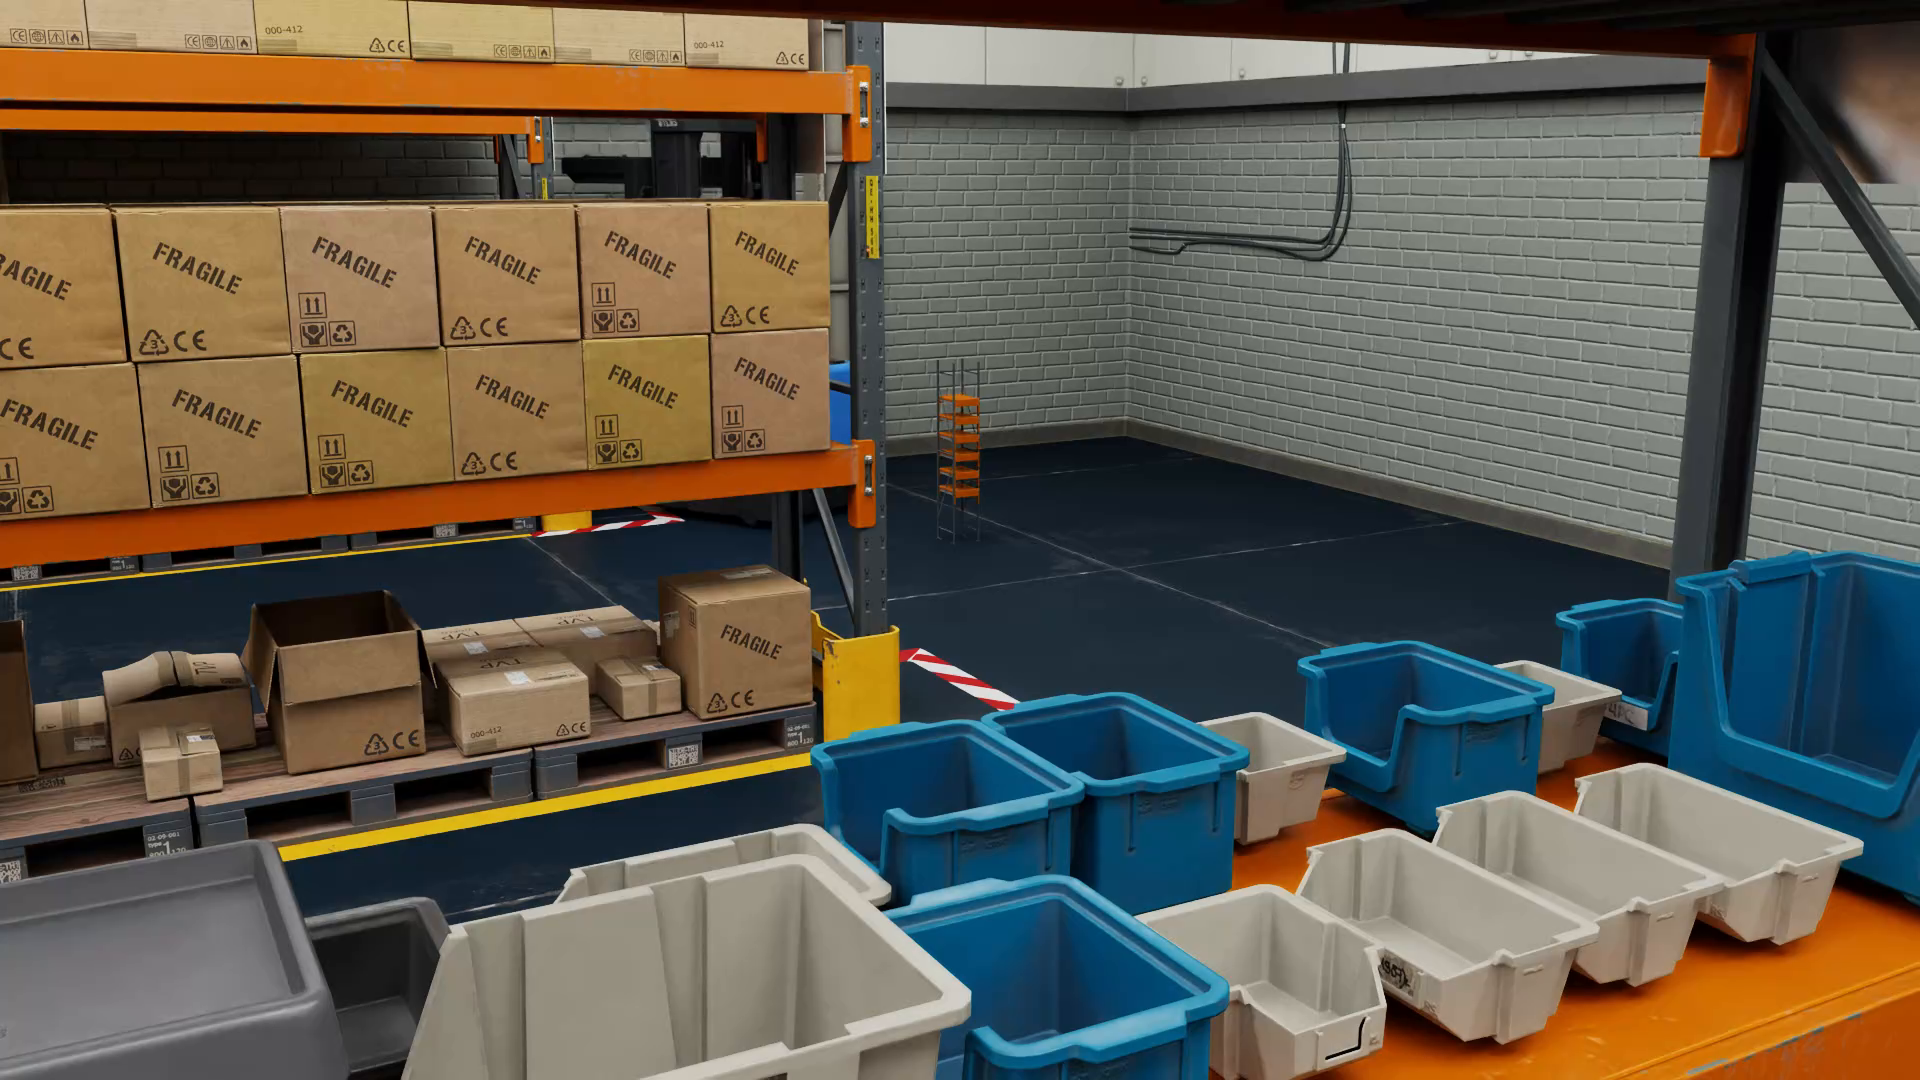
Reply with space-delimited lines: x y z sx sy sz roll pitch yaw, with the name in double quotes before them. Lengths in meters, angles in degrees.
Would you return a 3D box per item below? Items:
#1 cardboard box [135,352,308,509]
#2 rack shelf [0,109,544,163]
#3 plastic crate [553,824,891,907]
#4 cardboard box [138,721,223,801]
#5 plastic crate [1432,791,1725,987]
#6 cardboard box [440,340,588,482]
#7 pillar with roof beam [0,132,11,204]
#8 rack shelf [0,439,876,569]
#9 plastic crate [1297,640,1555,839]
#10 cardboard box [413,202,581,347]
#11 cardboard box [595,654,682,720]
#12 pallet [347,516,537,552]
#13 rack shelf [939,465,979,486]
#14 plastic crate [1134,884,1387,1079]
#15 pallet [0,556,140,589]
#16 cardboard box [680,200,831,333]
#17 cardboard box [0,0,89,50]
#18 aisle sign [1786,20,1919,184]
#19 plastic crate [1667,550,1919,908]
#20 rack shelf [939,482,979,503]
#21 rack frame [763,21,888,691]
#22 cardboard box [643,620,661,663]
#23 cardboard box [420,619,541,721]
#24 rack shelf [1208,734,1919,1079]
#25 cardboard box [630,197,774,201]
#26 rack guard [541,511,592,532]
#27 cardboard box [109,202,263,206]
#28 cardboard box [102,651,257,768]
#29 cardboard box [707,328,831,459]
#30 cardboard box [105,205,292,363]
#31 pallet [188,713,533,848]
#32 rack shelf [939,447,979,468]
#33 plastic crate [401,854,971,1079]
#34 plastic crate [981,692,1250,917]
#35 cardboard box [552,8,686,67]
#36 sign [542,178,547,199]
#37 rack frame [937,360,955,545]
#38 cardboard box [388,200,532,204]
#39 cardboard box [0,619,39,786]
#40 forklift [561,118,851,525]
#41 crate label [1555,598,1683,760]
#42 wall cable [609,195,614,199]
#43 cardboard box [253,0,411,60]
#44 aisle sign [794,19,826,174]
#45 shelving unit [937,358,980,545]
"cardboard box" -2.646 -0.423 5.930 0.500 0.500 0.500 -7 14 -28
"rack shelf" -4.733 -2.544 10.387 4.000 0.370 1.077 -7 14 -28
"plastic crate" -0.357 0.547 2.313 0.466 0.136 0.293 -7 14 -28
"cardboard box" -2.885 0.806 6.149 0.250 0.166 0.380 -7 14 -28
"plastic crate" 0.879 0.515 2.452 0.243 0.136 0.396 -7 14 -28
"cardboard box" -1.758 -0.530 6.404 0.500 0.500 0.500 -7 14 -27
"pillar with roof beam" -4.226 -3.558 6.425 0.400 9.000 9.100 -7 14 -28
"rack shelf" -2.357 -0.126 6.476 4.000 0.370 1.077 -7 14 -28
"plastic crate" 0.817 0.352 2.959 0.300 0.233 0.416 -7 14 -28
"cardboard box" -1.756 -1.015 6.284 0.500 0.500 0.500 -6 14 -26
"cardboard box" -1.359 0.610 7.017 0.250 0.166 0.380 -7 14 -28
"pallet" -3.642 -0.182 11.438 1.213 0.211 1.003 -7 14 -28
"rack shelf" -0.013 -0.423 11.007 0.180 0.103 0.258 -7 14 -28
"plastic crate" 0.395 0.584 2.146 0.250 0.136 0.298 -7 14 -28
"pallet" -5.784 0.075 10.297 1.213 0.211 1.003 -7 14 -28
"cardboard box" -0.860 -1.124 6.768 0.500 0.500 0.500 -7 14 -28
"cardboard box" -3.126 -1.712 5.395 0.500 0.250 0.500 -7 14 -28
"aisle sign" 1.690 -1.066 3.091 0.004 0.787 0.394 -7 14 -28
"plastic crate" 1.565 0.292 2.762 0.499 0.435 0.616 -7 14 -28
"rack shelf" -0.013 -0.306 11.033 0.180 0.103 0.258 -7 14 -28
"rack frame" -0.601 -0.687 7.332 0.127 3.000 1.000 -7 14 -28
"cardboard box" -1.353 0.484 7.576 0.250 0.166 0.380 -7 14 -28
"cardboard box" -2.092 0.547 7.107 0.500 0.250 0.500 -7 14 -28
"rack shelf" 0.014 0.829 2.233 4.000 0.370 1.077 -7 14 -28
"cardboard box" -1.117 -1.228 7.230 0.500 0.500 0.500 -6 14 -26
"rack guard" -2.957 -0.425 11.858 0.348 0.500 1.175 -7 14 -28
"cardboard box" -2.901 -1.014 6.277 0.500 0.500 0.500 -7 14 -27
"cardboard box" -3.090 0.637 6.569 0.500 0.311 0.500 -7 14 -28
"cardboard box" -0.864 -0.637 6.879 0.500 0.500 0.500 -6 14 -26
"cardboard box" -2.660 -0.907 5.802 0.500 0.500 0.500 -7 15 -30
"pallet" -2.437 0.893 6.663 1.213 0.211 1.003 -7 14 -28
"rack shelf" -0.013 -0.540 10.980 0.180 0.103 0.258 -7 14 -28
"plastic crate" -0.313 0.592 1.781 0.530 0.282 0.437 -7 14 -28
"plastic crate" 0.239 0.421 2.651 0.300 0.233 0.416 -7 14 -28
"cardboard box" -1.370 -1.922 6.329 0.500 0.250 0.500 -7 14 -28
"sign" -2.730 -2.216 10.948 0.005 0.325 0.100 -7 14 -28
"rack frame" -0.093 -0.574 10.928 0.006 1.200 0.240 -7 14 -28
"cardboard box" -2.014 -1.120 6.749 0.500 0.500 0.500 -7 14 -27
"cardboard box" -3.748 0.624 6.198 0.500 0.500 0.500 -7 14 -28
"forklift" -2.180 -1.763 12.267 3.031 2.935 1.130 9 15 35
"crate label" 1.395 0.282 3.267 0.303 0.233 0.416 -7 14 -28
"wall cable" -2.307 -2.454 12.869 1.851 1.984 0.084 -7 14 -28
"cardboard box" -2.249 -1.818 5.864 0.500 0.250 0.500 -7 14 -28
"aisle sign" -0.682 -2.020 7.330 0.004 0.787 0.394 -7 14 -28
"shelving unit" -0.013 -0.584 10.971 0.189 1.200 0.258 -7 14 -28
